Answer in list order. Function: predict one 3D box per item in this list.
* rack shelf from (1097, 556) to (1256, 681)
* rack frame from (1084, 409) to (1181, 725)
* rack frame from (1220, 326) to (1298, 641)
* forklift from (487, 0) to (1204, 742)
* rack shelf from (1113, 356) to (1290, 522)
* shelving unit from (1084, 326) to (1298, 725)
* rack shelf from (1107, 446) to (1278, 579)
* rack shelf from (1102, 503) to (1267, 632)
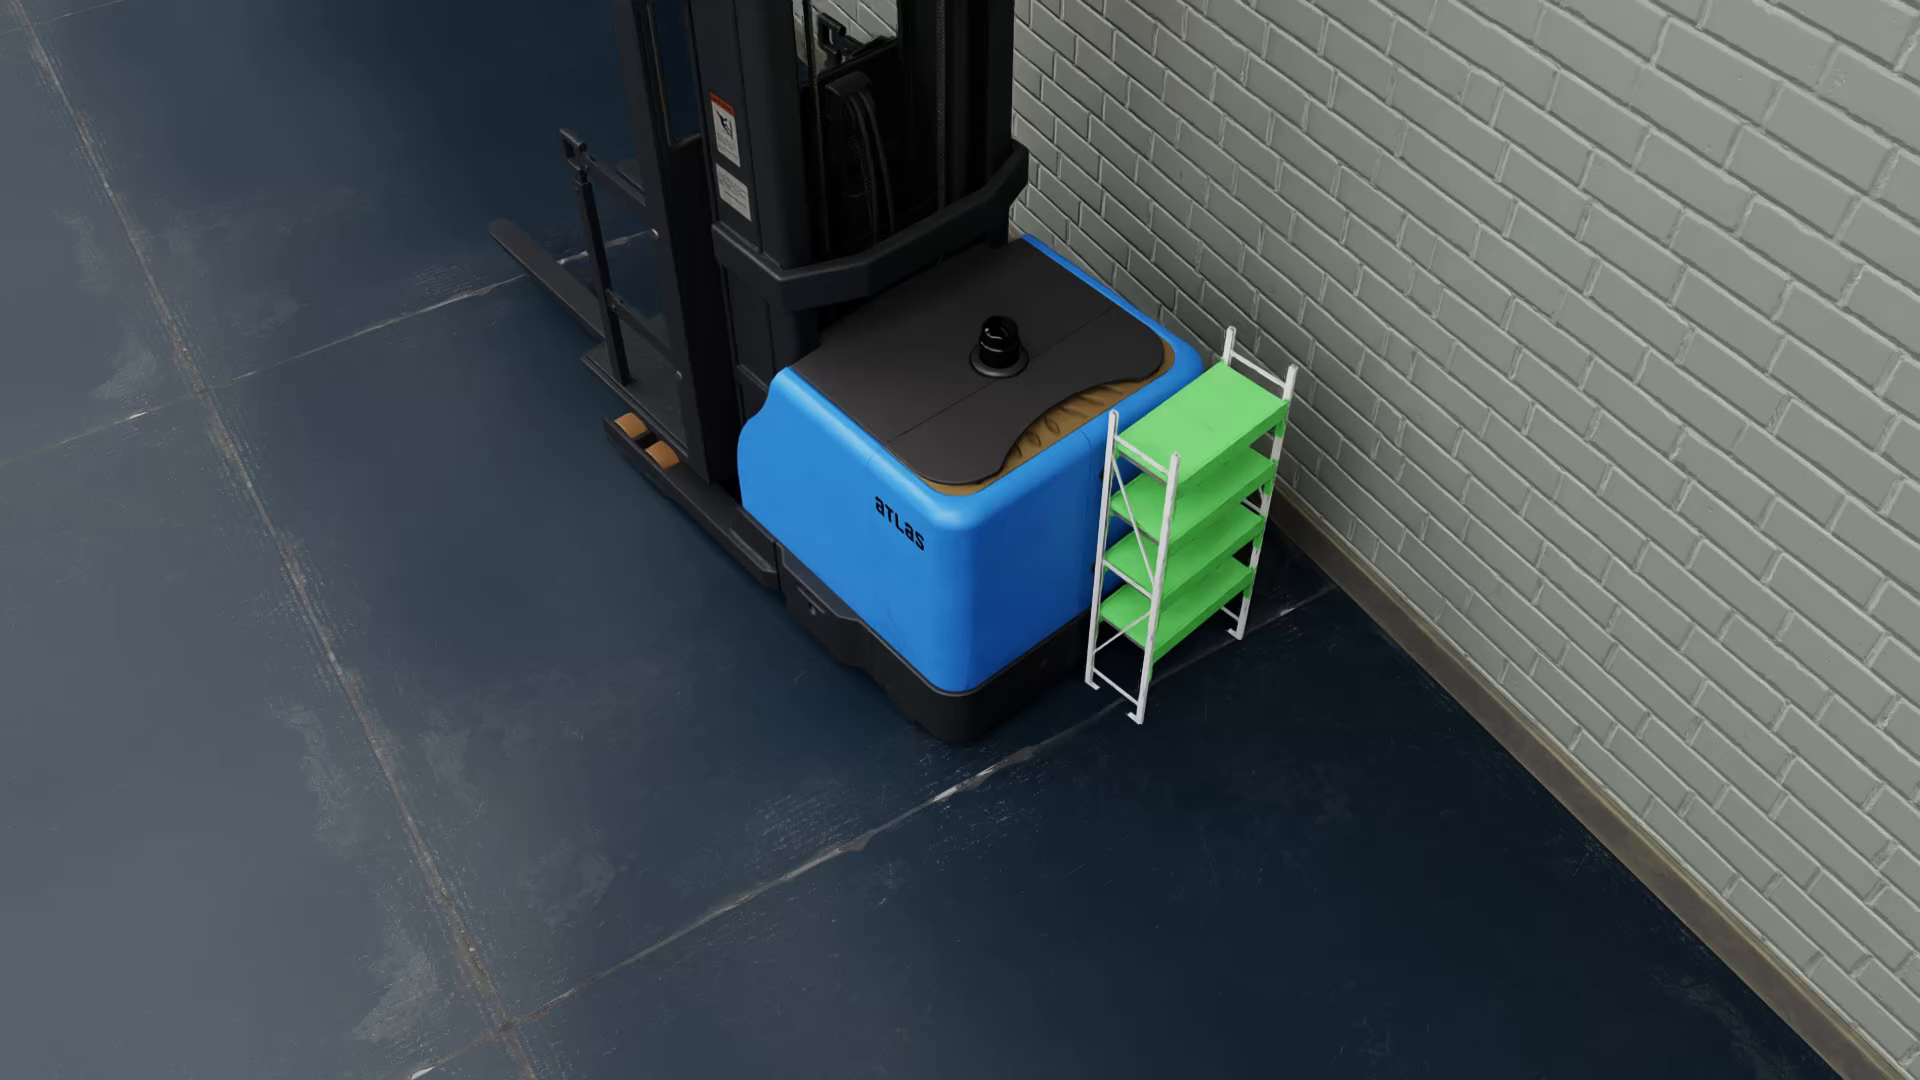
[{"bbox_3d":[0.664,0.192,5.182,0.480,0.148,0.258,-36,57,-27],"label":"rack shelf"},{"bbox_3d":[0.489,0.117,4.843,0.015,1.200,0.240,-36,57,-27],"label":"rack frame"},{"bbox_3d":[0.840,-0.136,5.068,0.015,1.200,0.240,-36,57,-27],"label":"rack frame"},{"bbox_3d":[-0.622,-1.383,5.019,1.130,2.935,3.031,-33,56,-26],"label":"forklift"},{"bbox_3d":[0.664,-0.287,4.645,0.480,0.148,0.258,-36,57,-27],"label":"rack shelf"},{"bbox_3d":[0.664,-0.010,4.955,0.503,1.200,0.258,-36,57,-27],"label":"shelving unit"},{"bbox_3d":[0.664,-0.127,4.824,0.480,0.148,0.258,-36,57,-27],"label":"rack shelf"},{"bbox_3d":[0.664,0.033,5.003,0.480,0.148,0.258,-36,57,-27],"label":"rack shelf"}]
